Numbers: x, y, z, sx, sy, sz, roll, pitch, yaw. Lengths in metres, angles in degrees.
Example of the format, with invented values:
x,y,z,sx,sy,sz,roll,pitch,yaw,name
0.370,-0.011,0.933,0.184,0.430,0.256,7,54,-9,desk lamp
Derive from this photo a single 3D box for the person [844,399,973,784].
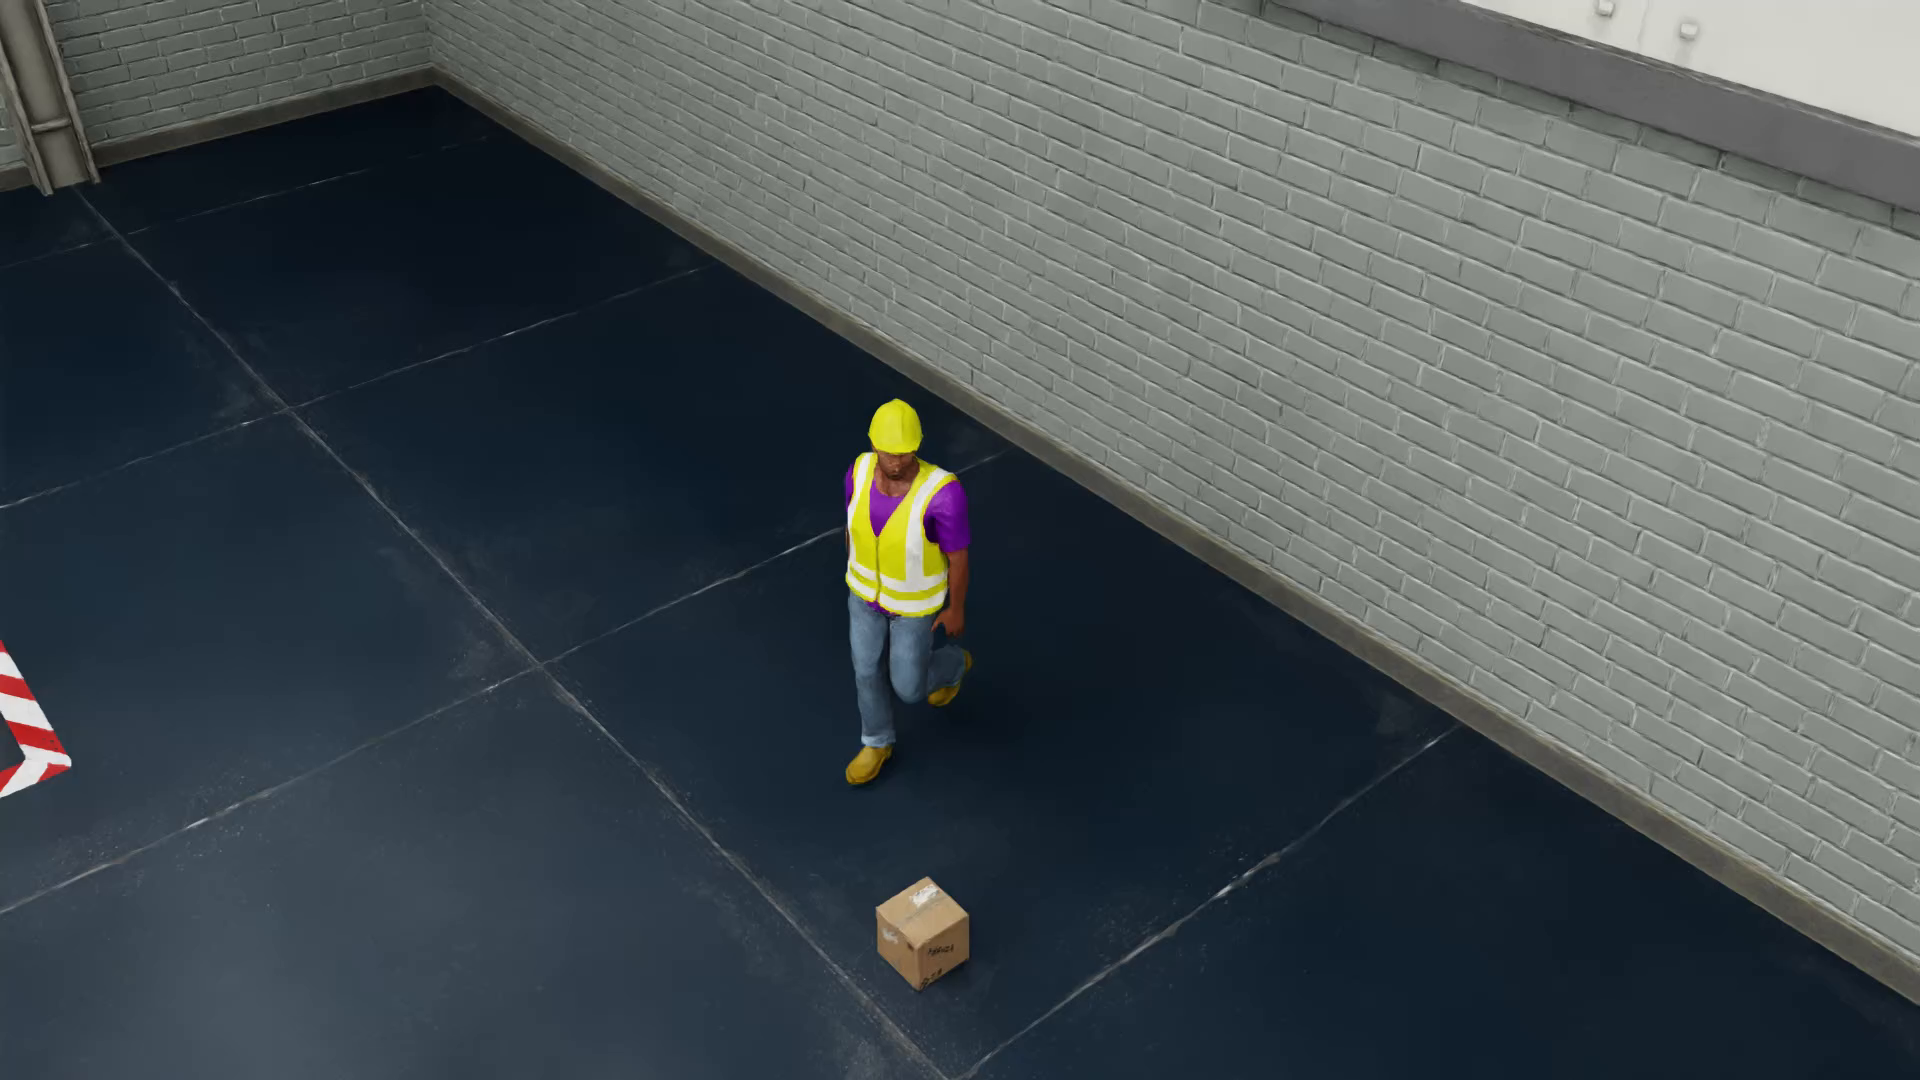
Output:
x,y,z,sx,sy,sz,roll,pitch,yaw,name
-0.215,0.191,6.782,0.587,1.749,0.714,19,40,24,person
